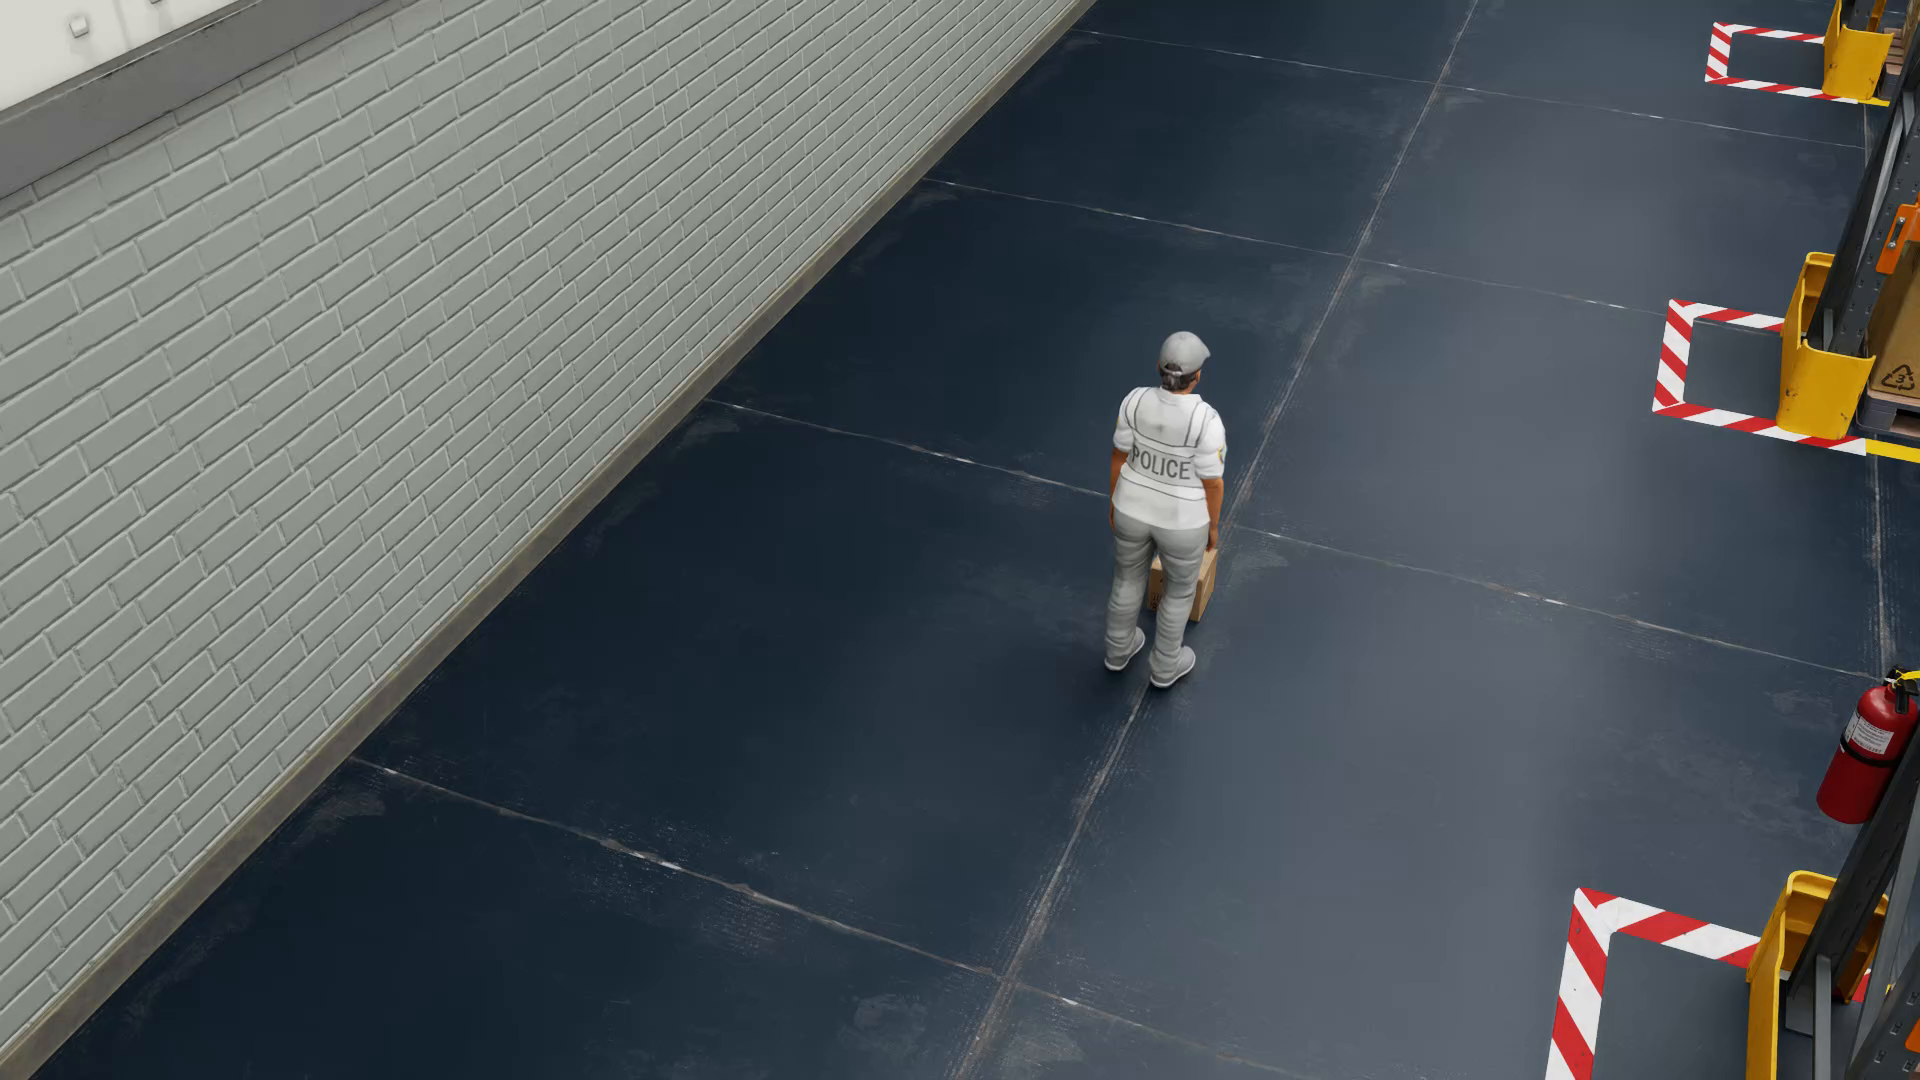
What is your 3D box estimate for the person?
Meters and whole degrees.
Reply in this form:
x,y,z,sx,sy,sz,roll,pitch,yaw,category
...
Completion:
x,y,z,sx,sy,sz,roll,pitch,yaw,category
0.859,-0.116,6.940,0.495,1.668,0.414,19,42,23,person
